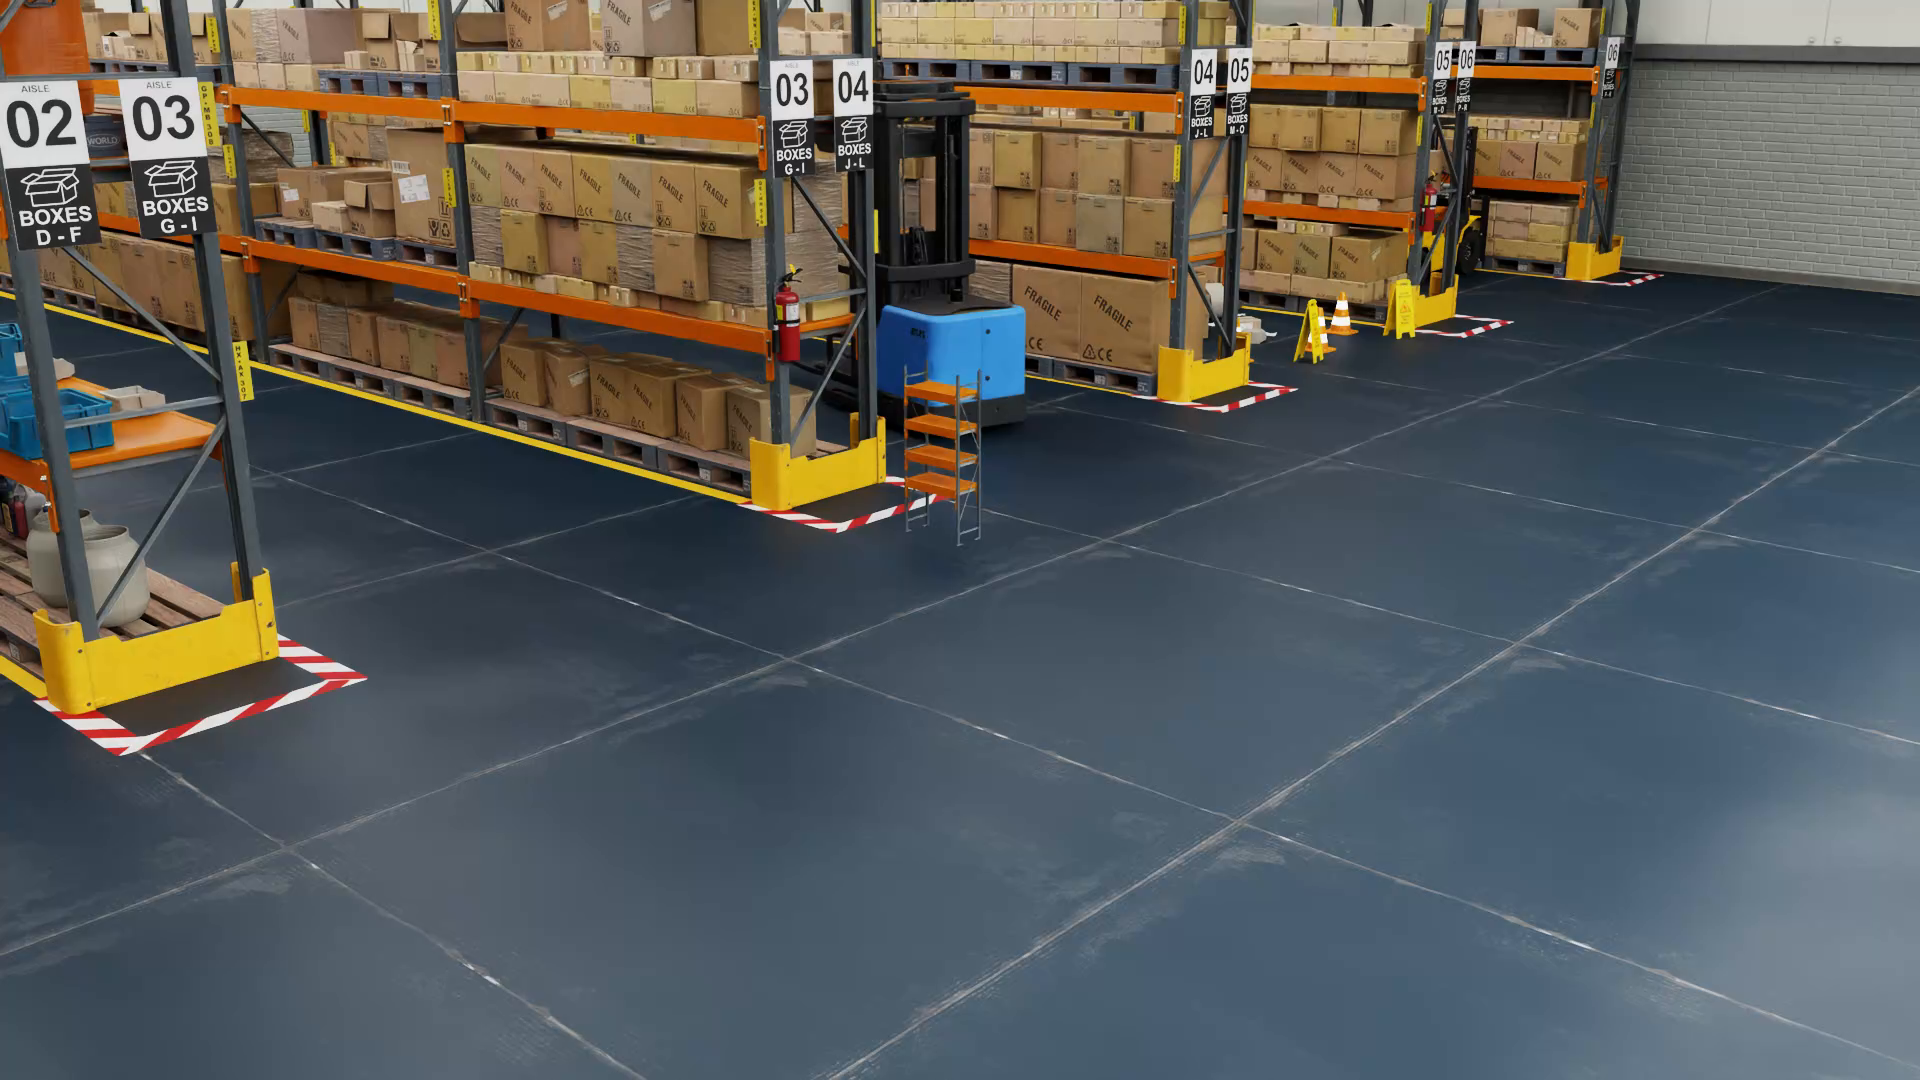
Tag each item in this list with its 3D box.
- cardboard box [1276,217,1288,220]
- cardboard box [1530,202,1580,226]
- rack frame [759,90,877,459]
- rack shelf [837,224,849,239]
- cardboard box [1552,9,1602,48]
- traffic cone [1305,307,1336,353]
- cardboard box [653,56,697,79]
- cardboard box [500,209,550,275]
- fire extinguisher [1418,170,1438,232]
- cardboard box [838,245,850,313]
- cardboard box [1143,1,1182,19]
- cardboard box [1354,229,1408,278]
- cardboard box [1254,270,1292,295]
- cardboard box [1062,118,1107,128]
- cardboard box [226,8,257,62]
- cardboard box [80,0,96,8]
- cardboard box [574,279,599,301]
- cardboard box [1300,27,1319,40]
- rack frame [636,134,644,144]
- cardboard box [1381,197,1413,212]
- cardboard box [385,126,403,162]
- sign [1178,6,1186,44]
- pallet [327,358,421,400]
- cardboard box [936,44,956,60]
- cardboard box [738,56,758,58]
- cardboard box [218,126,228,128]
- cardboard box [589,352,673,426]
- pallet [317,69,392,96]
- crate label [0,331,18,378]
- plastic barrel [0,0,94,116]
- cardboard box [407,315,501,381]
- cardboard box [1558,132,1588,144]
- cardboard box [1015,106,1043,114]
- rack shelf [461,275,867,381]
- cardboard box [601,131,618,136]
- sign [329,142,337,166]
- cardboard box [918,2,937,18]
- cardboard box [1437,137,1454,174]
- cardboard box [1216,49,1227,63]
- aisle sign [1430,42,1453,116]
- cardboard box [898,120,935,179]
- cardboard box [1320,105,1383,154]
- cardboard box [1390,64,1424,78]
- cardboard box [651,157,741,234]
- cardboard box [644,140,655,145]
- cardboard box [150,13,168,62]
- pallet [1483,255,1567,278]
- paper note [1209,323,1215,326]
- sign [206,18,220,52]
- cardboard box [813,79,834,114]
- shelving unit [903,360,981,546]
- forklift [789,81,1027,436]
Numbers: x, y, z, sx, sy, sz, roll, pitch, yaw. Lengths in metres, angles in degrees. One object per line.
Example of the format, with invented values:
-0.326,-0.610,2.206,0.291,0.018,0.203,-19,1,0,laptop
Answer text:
5.465,-5.127,26.040,0.625,0.625,0.875,16,24,42,cardboard box
8.303,-4.541,23.161,0.500,0.250,0.500,16,24,41,cardboard box
-1.015,-1.787,12.285,0.127,3.000,1.000,15,23,39,rack frame
-2.135,-3.751,19.662,4.000,0.370,1.077,15,23,39,rack shelf
8.362,-6.912,22.450,0.500,0.500,0.500,16,24,41,cardboard box
3.902,-2.296,18.080,0.334,0.463,0.336,15,23,39,traffic cone
-2.028,-3.475,12.232,0.250,0.149,0.380,15,23,40,cardboard box
-3.361,-2.567,14.086,0.500,0.500,0.875,15,23,39,cardboard box
5.342,-3.865,18.961,0.183,0.674,0.296,15,23,39,fire extinguisher
-1.163,-2.925,18.893,0.750,0.750,1.050,15,23,39,cardboard box
1.875,-4.818,15.113,0.250,0.149,0.380,15,23,40,cardboard box
5.125,-3.506,20.311,0.500,0.500,0.500,14,22,37,cardboard box
4.002,-3.230,20.683,0.500,0.250,0.500,14,22,37,cardboard box
1.701,-5.362,22.199,0.500,0.500,0.500,15,23,40,cardboard box
-6.818,-4.957,16.321,0.500,0.500,0.500,15,23,40,cardboard box
-10.690,-6.470,19.816,0.500,0.250,0.500,13,22,36,cardboard box
-2.915,-2.062,13.564,0.250,0.149,0.380,15,23,39,cardboard box
4.231,-6.000,19.697,0.250,0.149,0.380,14,22,38,cardboard box
-3.631,-4.496,20.819,0.127,3.000,1.000,15,23,39,rack frame
5.141,-3.937,19.472,0.250,0.149,0.380,16,24,41,cardboard box
-7.931,-5.726,24.039,0.500,0.500,0.500,15,23,39,cardboard box
1.982,-4.583,14.804,0.005,0.325,0.100,15,23,39,sign
-5.507,-1.662,16.501,1.213,0.211,1.003,15,23,39,pallet
-0.025,-4.948,16.841,0.250,0.149,0.380,15,23,38,cardboard box
-1.468,-3.540,12.438,0.250,0.149,0.380,15,23,38,cardboard box
-8.527,-4.335,18.488,0.637,0.503,0.797,16,24,41,cardboard box
-2.785,-1.290,14.155,0.500,0.500,0.500,13,22,34,cardboard box
-5.176,-4.286,15.511,1.003,0.211,1.213,15,23,39,pallet
-5.859,-0.992,9.721,0.616,0.435,0.502,15,23,39,crate label
-4.751,-2.570,8.389,0.708,0.830,0.600,15,23,39,plastic barrel
-4.796,-1.837,15.846,0.500,0.500,0.700,15,23,39,cardboard box
8.409,-5.516,22.797,0.250,0.149,0.380,15,23,40,cardboard box
0.990,-6.070,23.356,0.250,0.149,0.380,14,22,37,cardboard box
-2.511,-1.846,13.659,4.000,0.370,1.077,15,23,39,rack shelf
-5.839,-7.033,28.649,0.500,0.500,0.500,15,23,38,cardboard box
-6.646,-4.033,17.576,0.005,0.325,0.100,15,23,39,sign
-0.212,-5.379,16.879,0.250,0.149,0.380,15,23,39,cardboard box
7.163,-5.548,23.969,0.500,0.500,0.500,15,23,40,cardboard box
2.309,-4.589,15.708,0.250,0.149,0.380,15,23,40,cardboard box
5.416,-5.191,18.711,0.004,0.787,0.394,15,23,39,aisle sign
-0.386,-4.197,17.844,0.550,0.550,0.875,15,23,39,cardboard box
4.662,-4.852,19.632,0.500,0.500,0.700,15,23,40,cardboard box
5.110,-5.348,18.961,0.250,0.149,0.380,15,23,39,cardboard box
-1.969,-2.607,12.558,0.500,0.500,0.500,15,23,39,cardboard box
-3.851,-4.997,21.136,0.250,0.149,0.380,15,23,39,cardboard box
-8.207,-5.331,17.632,0.500,0.500,0.500,17,24,42,cardboard box
8.255,-3.968,23.767,1.213,0.211,1.003,15,23,39,pallet
2.998,-2.553,19.624,0.148,0.019,0.142,-9,20,-27,paper note
-7.373,-4.984,16.412,0.005,0.325,0.100,15,23,39,sign
-1.204,-3.301,12.343,0.500,0.250,0.500,16,24,41,cardboard box
-0.124,-0.605,11.535,0.503,1.200,0.258,15,23,39,shelving unit
-0.654,-2.687,15.233,1.130,2.935,3.031,-12,21,-32,forklift
